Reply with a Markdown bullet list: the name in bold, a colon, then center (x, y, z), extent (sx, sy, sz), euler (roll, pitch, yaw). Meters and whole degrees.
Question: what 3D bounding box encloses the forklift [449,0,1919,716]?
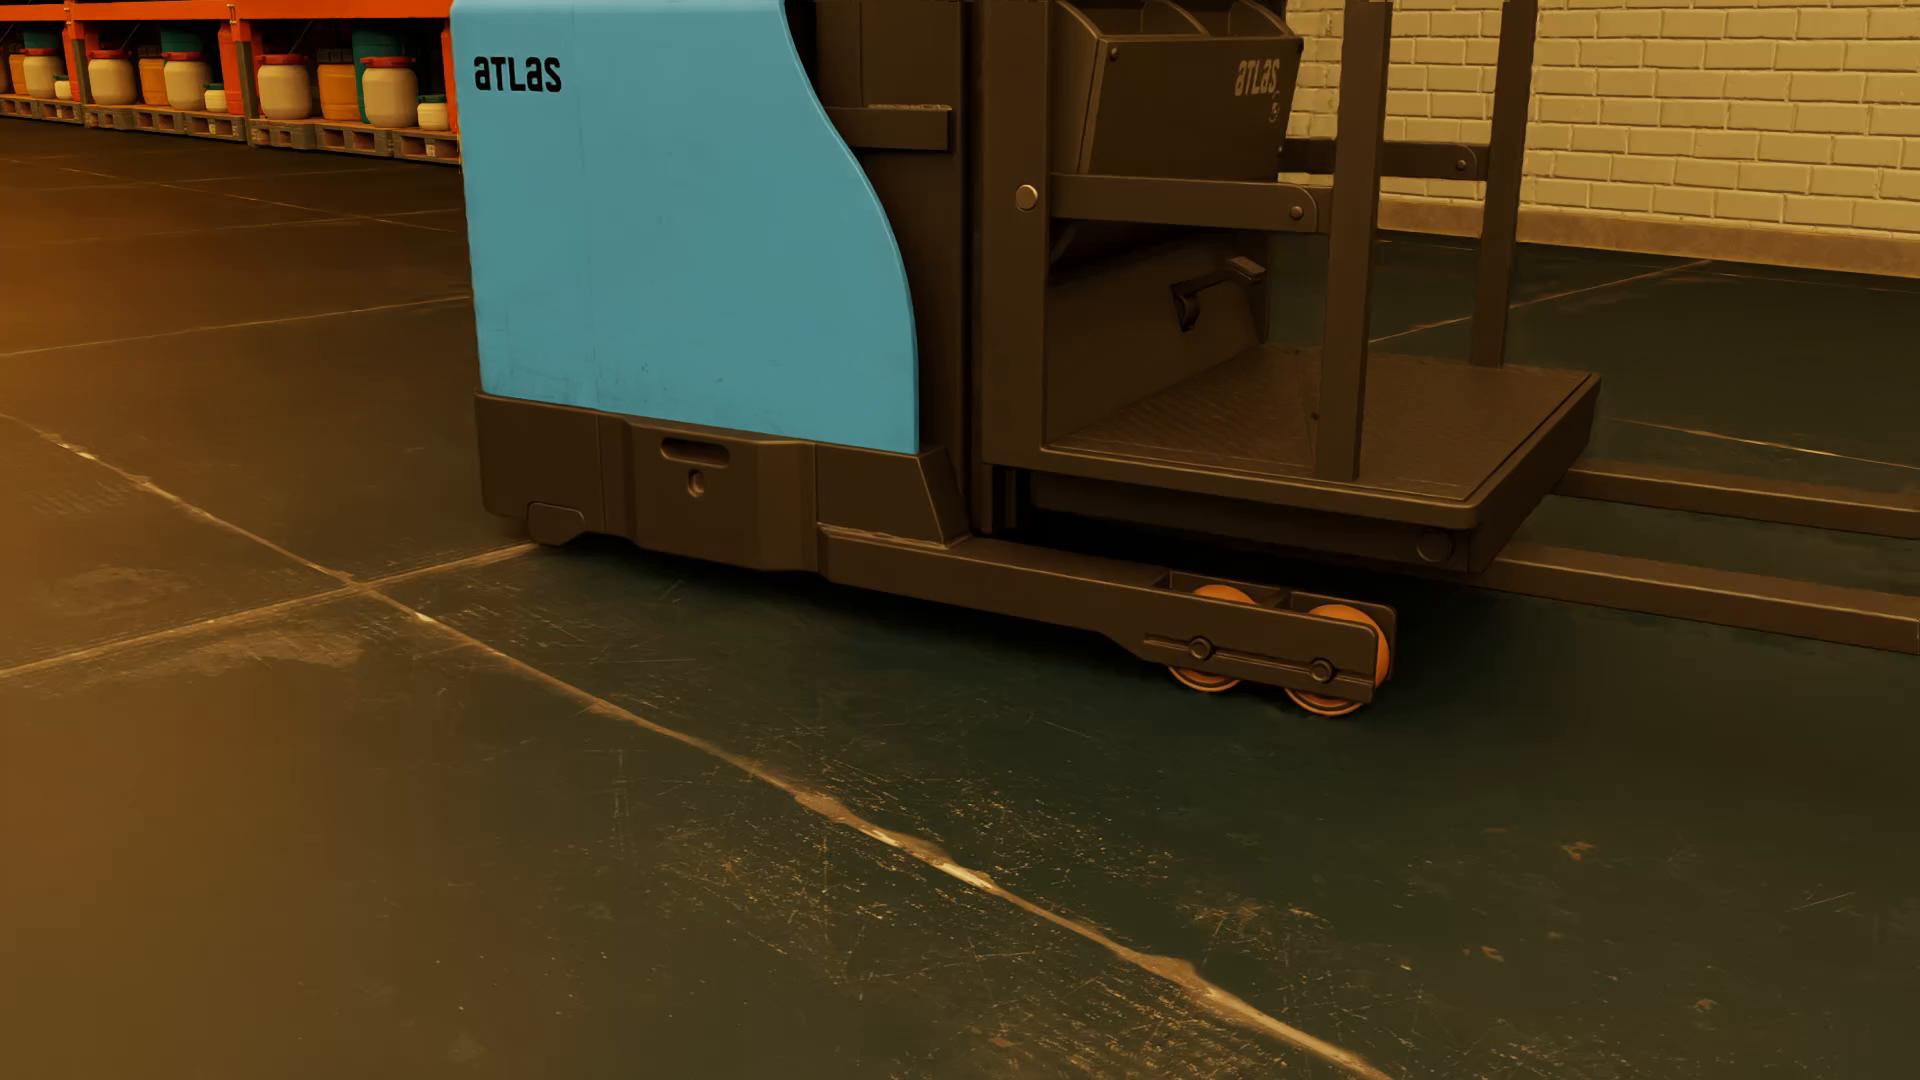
- **forklift**: center (0.568, -1.312, 2.676), extent (3.031, 2.935, 1.130), euler (9, 19, 28)
